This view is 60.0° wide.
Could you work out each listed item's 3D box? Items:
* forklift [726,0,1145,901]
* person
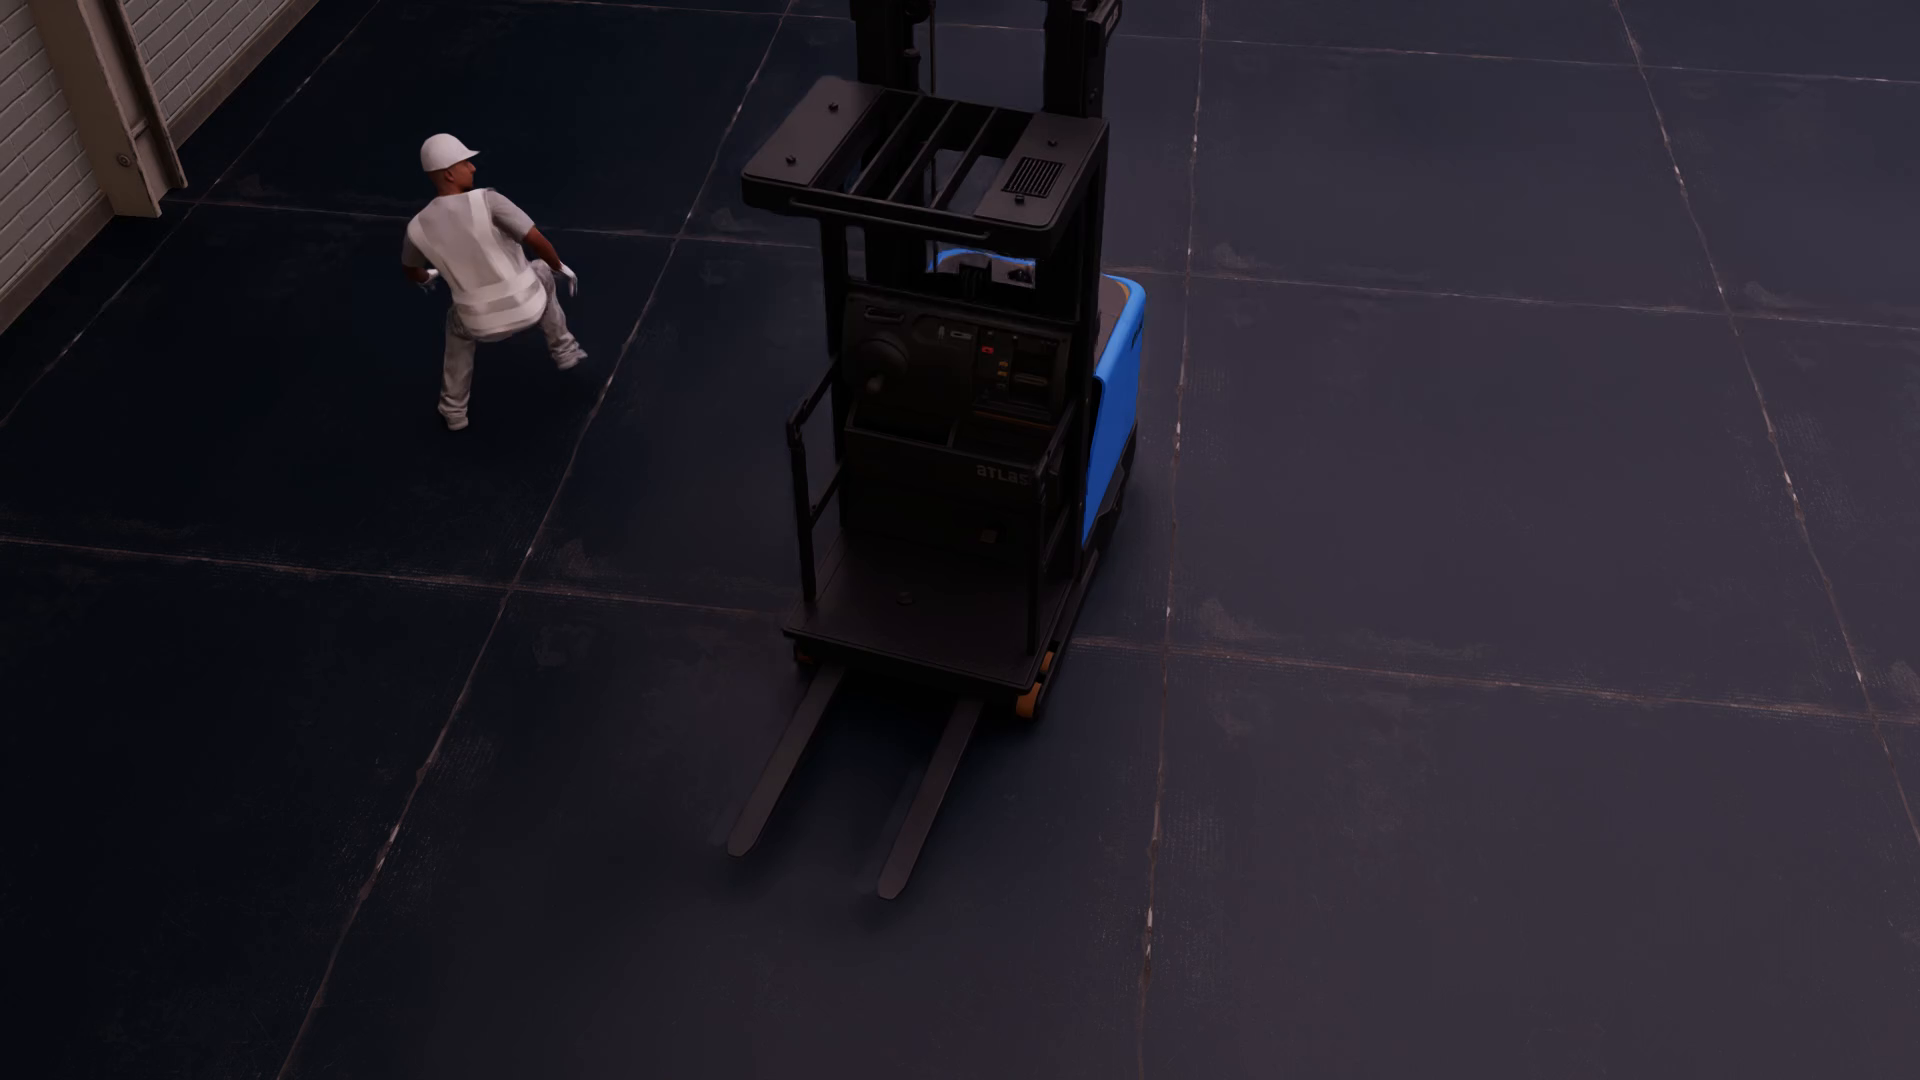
[{"bbox_3d":[-0.087,-0.631,6.411,1.130,2.935,3.031,13,44,13],"label":"forklift"},{"bbox_3d":[-2.303,-1.278,8.199,0.826,1.535,0.697,-7,43,-8],"label":"person"}]
